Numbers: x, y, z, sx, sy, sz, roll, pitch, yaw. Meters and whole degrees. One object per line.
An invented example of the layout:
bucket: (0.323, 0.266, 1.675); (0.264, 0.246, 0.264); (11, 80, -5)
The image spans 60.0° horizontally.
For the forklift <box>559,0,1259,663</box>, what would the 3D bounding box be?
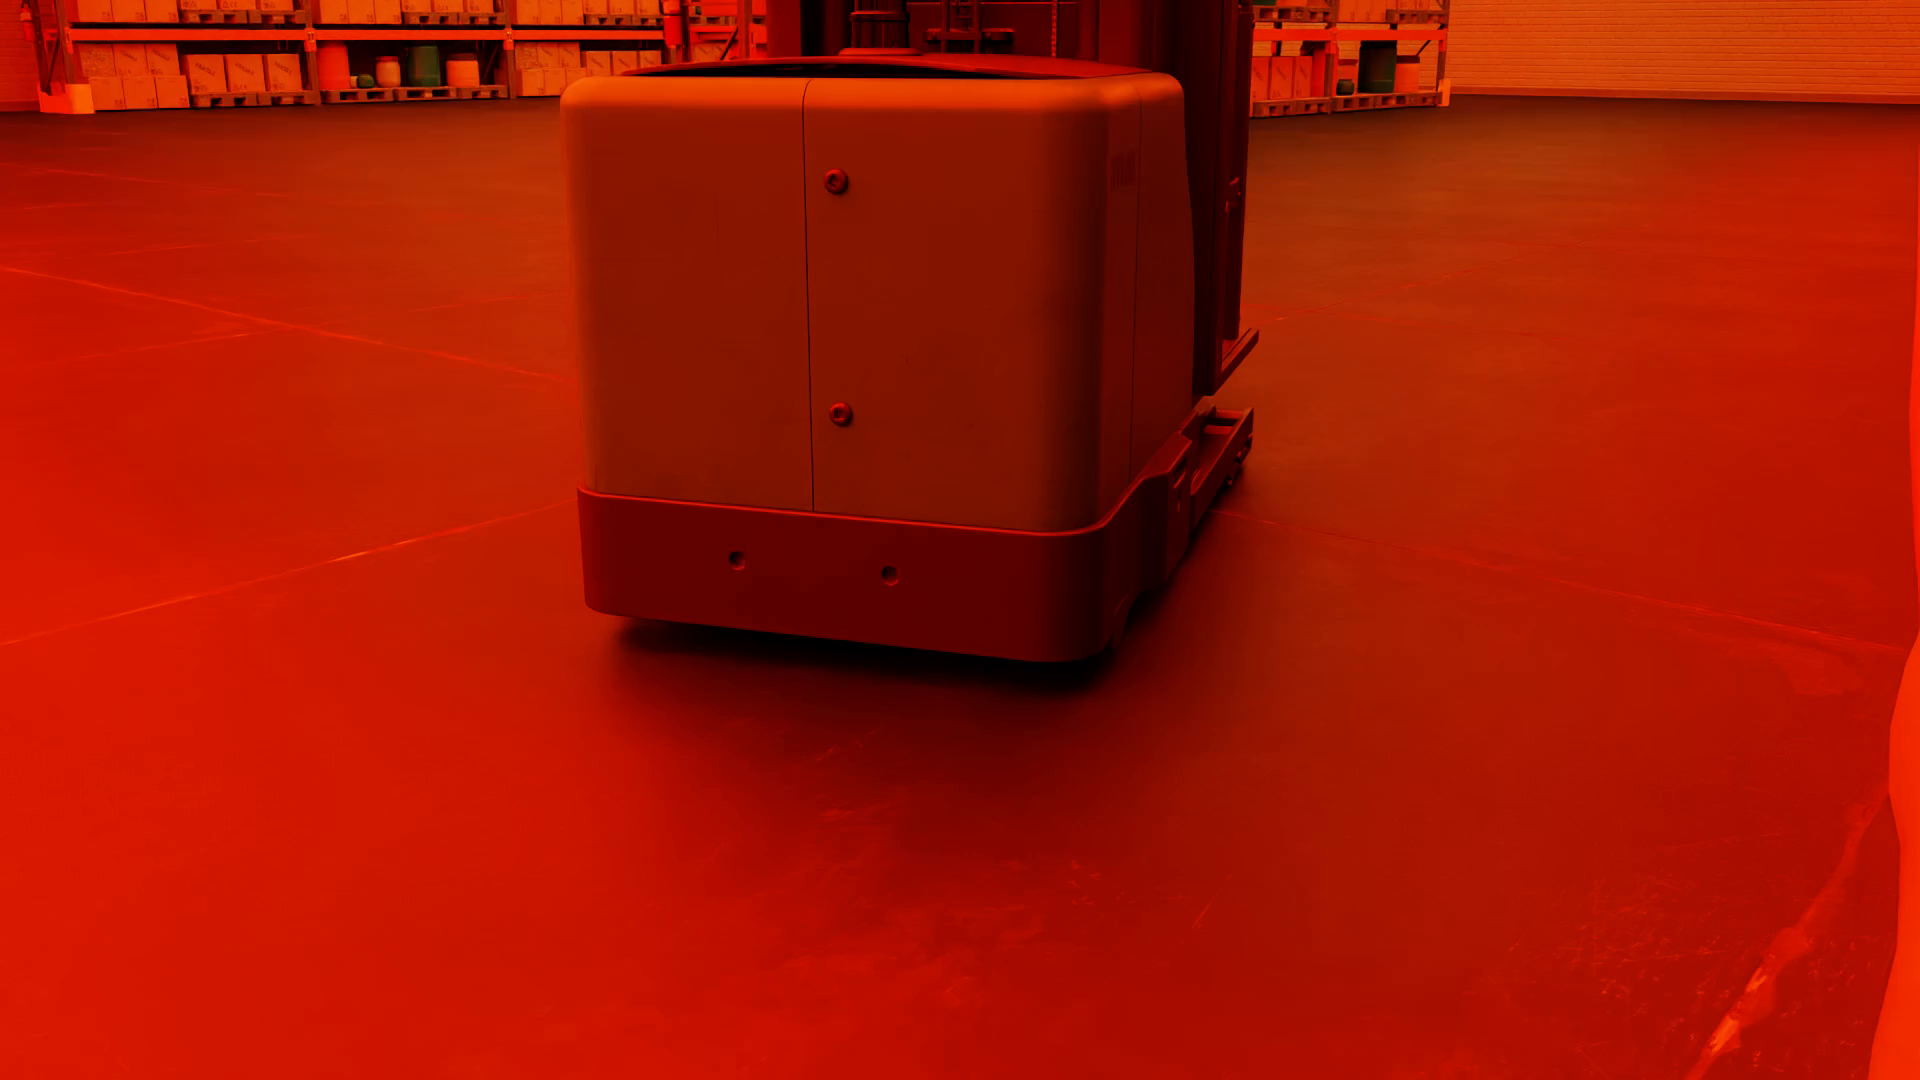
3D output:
forklift: (0.182, -1.571, 4.072); (1.130, 2.935, 3.031); (5, 18, 17)
